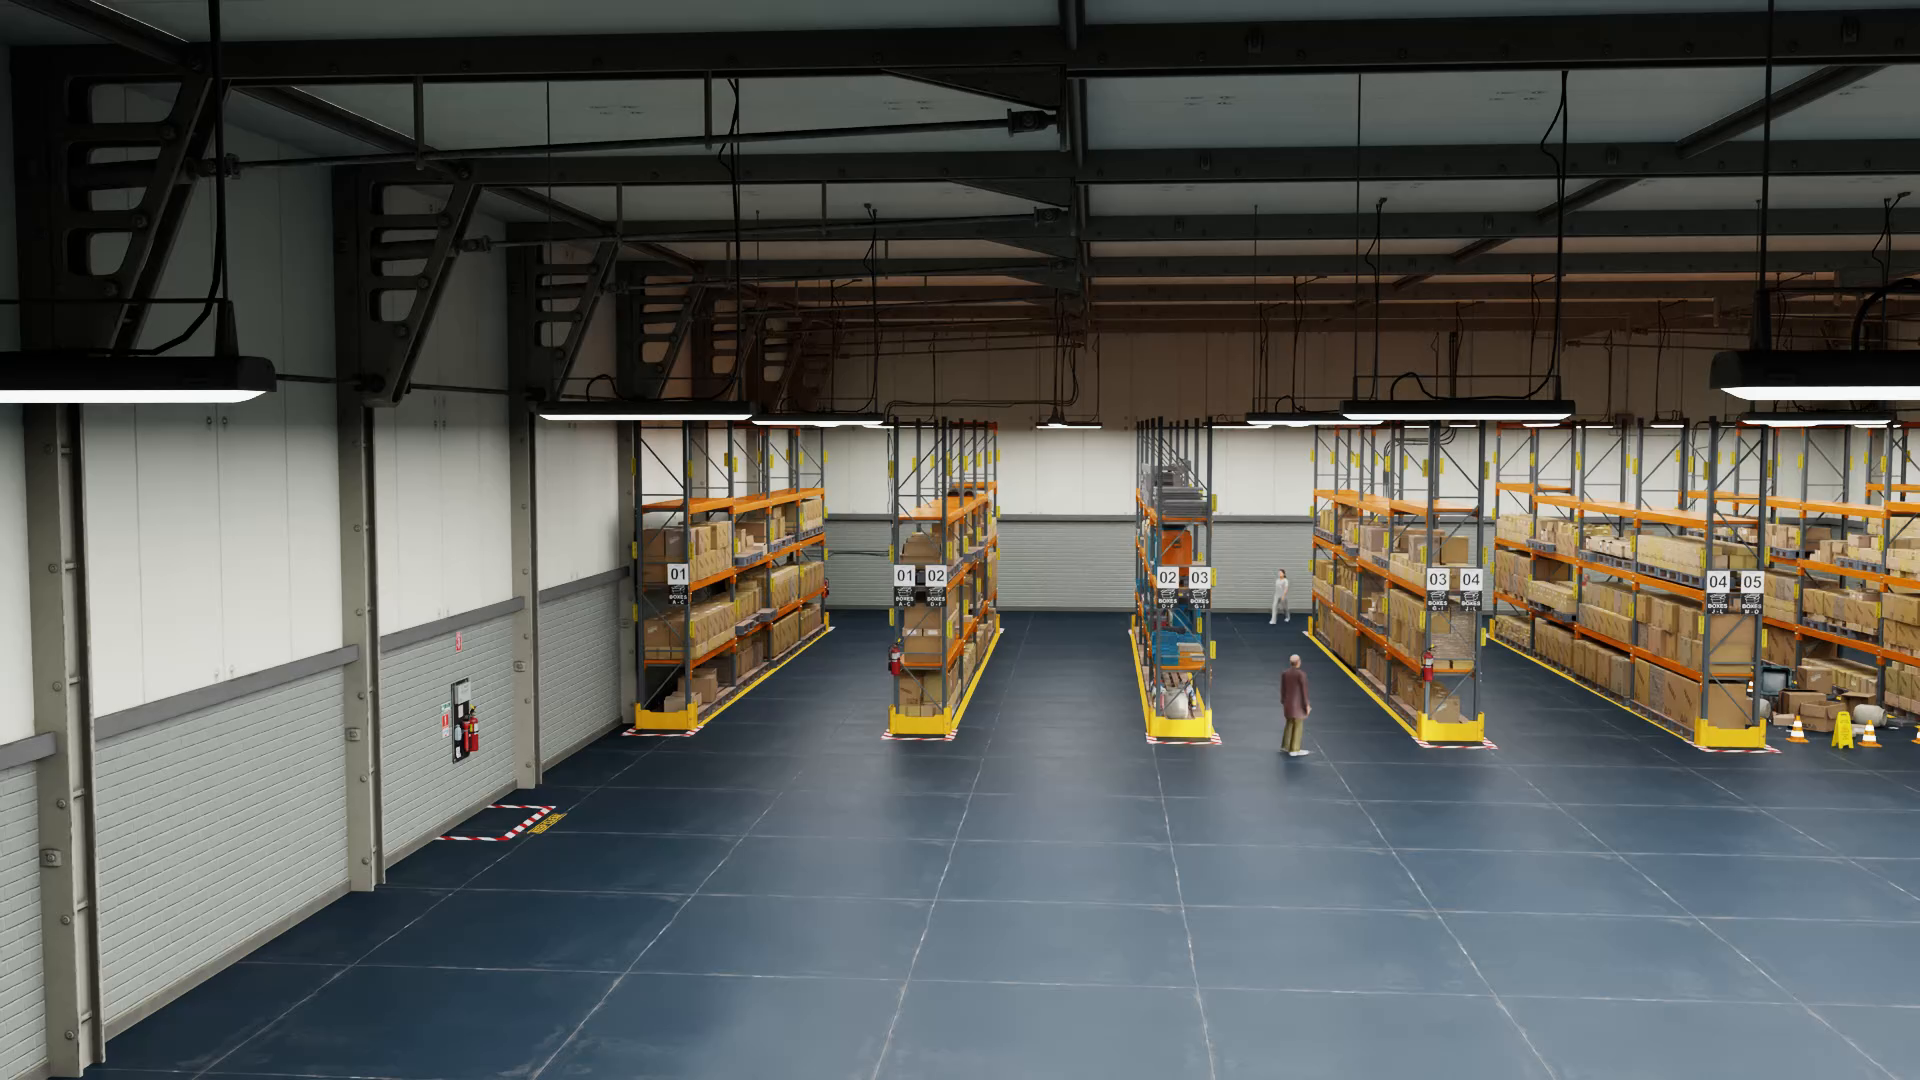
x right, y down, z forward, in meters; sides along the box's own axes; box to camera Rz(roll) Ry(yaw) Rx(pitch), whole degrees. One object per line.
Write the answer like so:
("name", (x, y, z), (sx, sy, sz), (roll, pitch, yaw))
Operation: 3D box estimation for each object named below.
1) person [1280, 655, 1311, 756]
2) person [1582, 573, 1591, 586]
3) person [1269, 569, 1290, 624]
("person", (5.976, 2.936, 29.411), (0.427, 1.823, 0.661), (-2, 4, -34))
("person", (17.747, 1.817, 46.703), (0.749, 1.750, 0.380), (1, 4, 12))
("person", (9.538, 1.684, 49.371), (0.430, 1.621, 1.063), (2, 4, 29))
